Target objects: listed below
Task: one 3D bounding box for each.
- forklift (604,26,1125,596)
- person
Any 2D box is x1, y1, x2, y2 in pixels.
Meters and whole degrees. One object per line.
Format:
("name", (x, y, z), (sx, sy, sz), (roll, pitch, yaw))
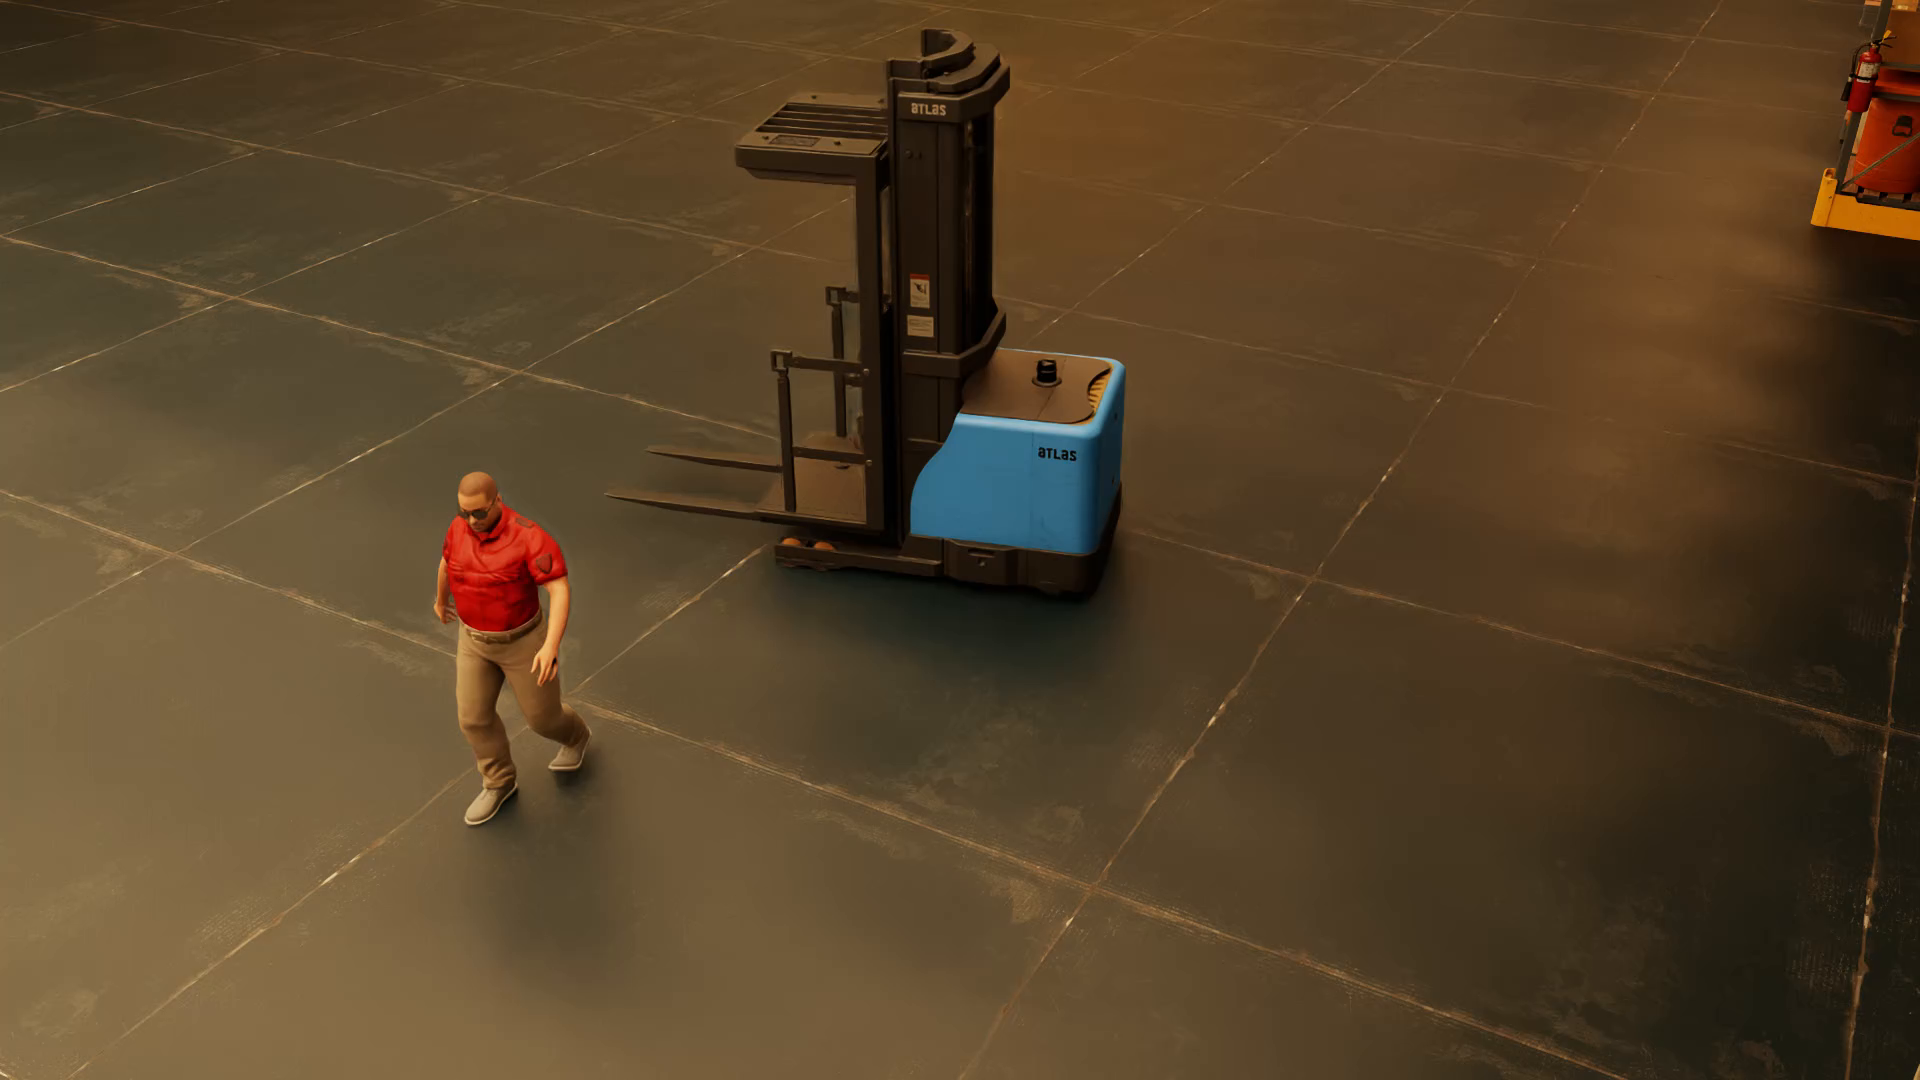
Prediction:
("forklift", (-0.600, -1.336, 9.386), (3.031, 2.935, 1.130), (7, 31, 12))
("person", (-2.072, 0.455, 7.517), (0.909, 1.709, 0.730), (9, 31, 15))
